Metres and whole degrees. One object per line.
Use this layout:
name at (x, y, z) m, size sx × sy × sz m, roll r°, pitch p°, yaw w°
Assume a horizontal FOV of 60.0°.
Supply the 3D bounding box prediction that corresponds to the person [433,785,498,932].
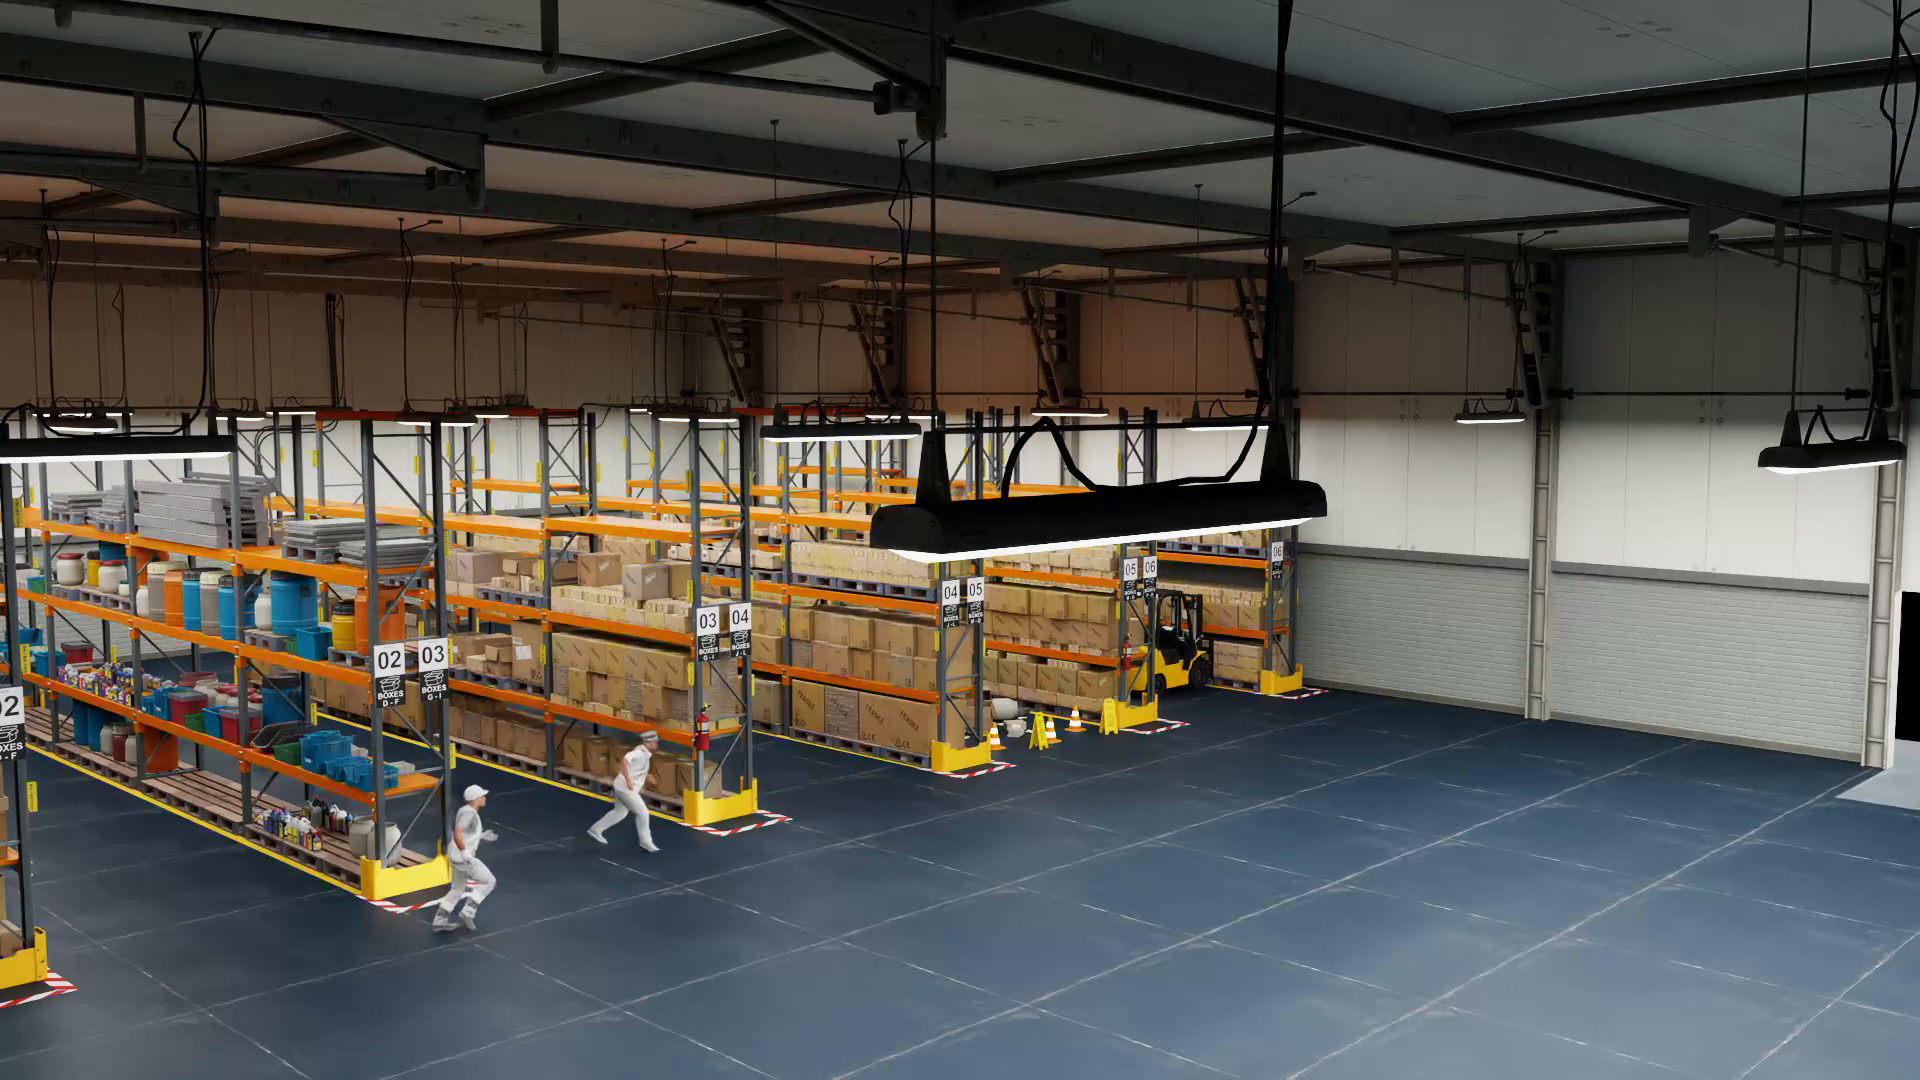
person at (-5.791, 3.743, 19.536) m, size 0.805 × 1.721 × 0.687 m, roll -2°, pitch 6°, yaw -25°

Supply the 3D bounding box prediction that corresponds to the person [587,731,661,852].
person at (-4.654, 3.493, 22.944) m, size 1.021 × 1.725 × 0.706 m, roll 0°, pitch 5°, yaw 1°
